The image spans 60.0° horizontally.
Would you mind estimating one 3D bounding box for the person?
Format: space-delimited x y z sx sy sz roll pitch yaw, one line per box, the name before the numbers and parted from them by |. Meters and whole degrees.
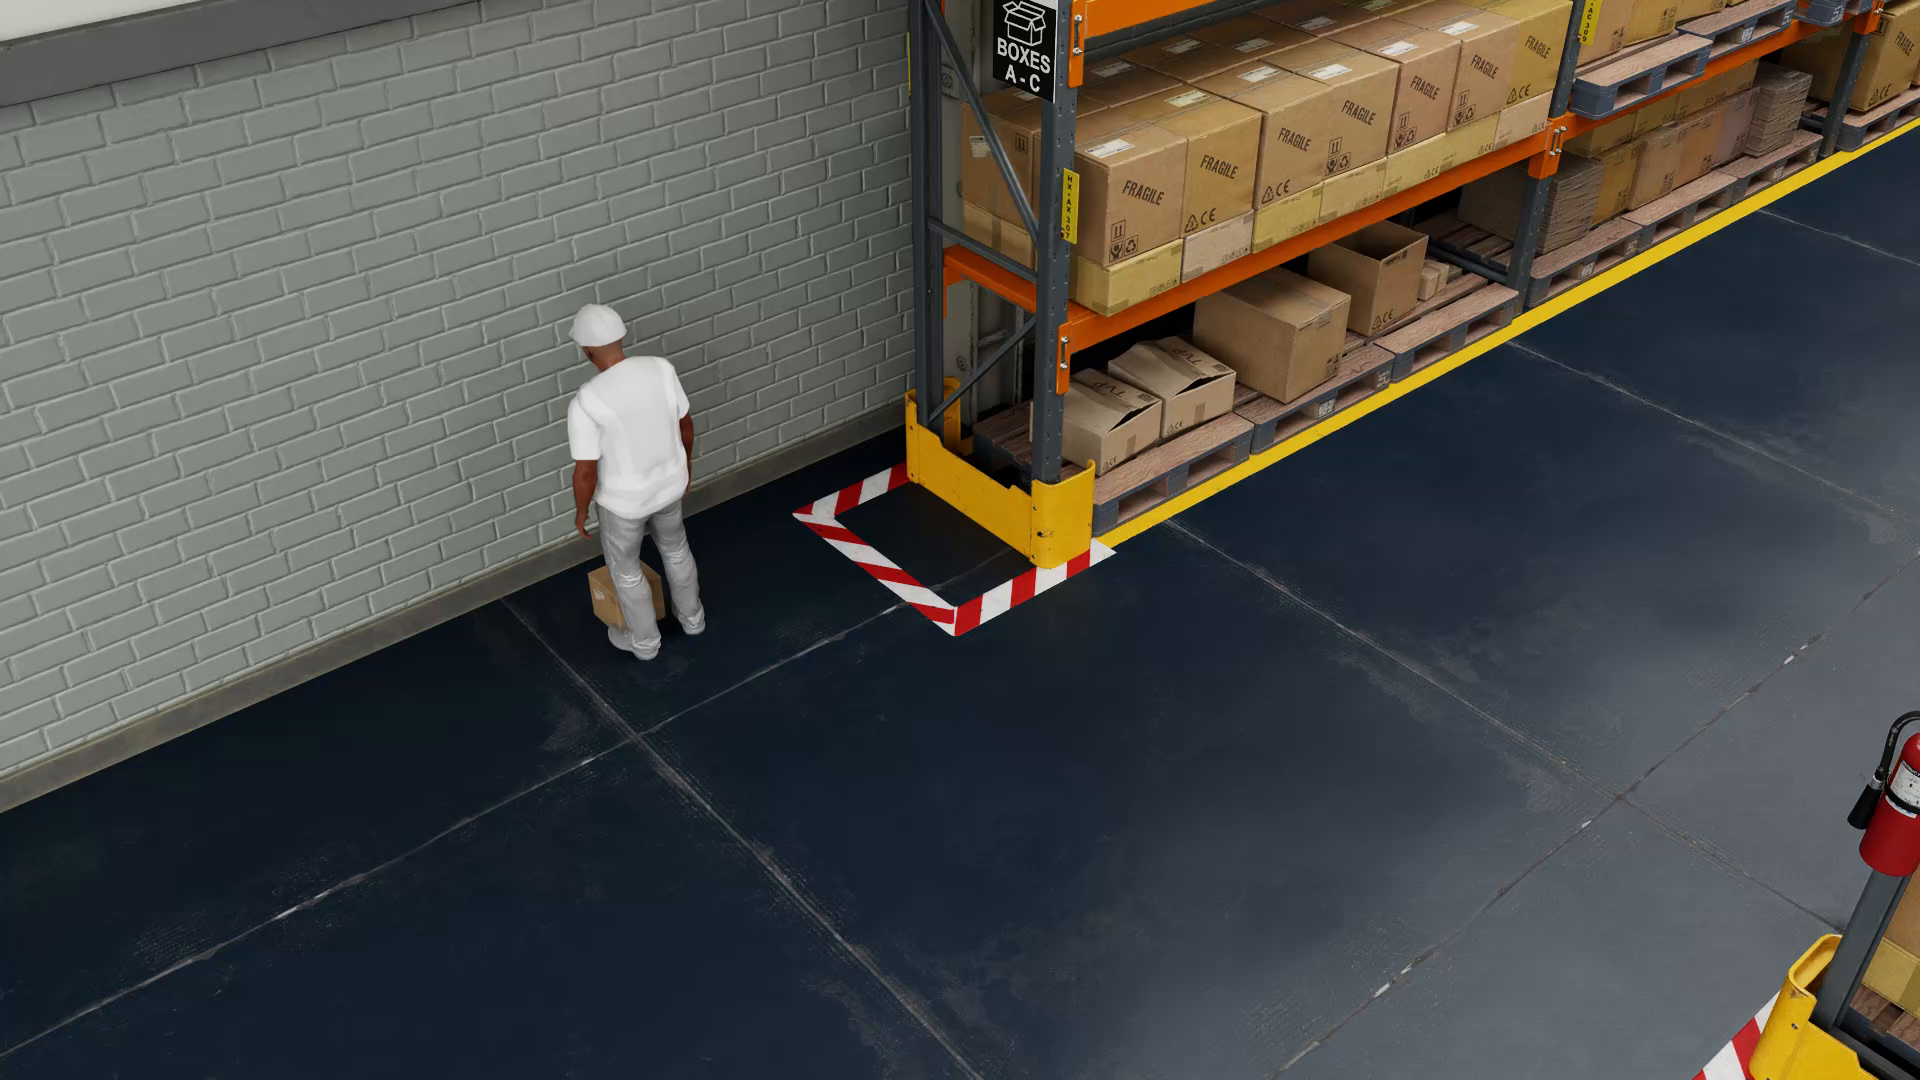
person | -1.452 -0.246 7.407 0.632 1.759 0.462 -29 45 -34
